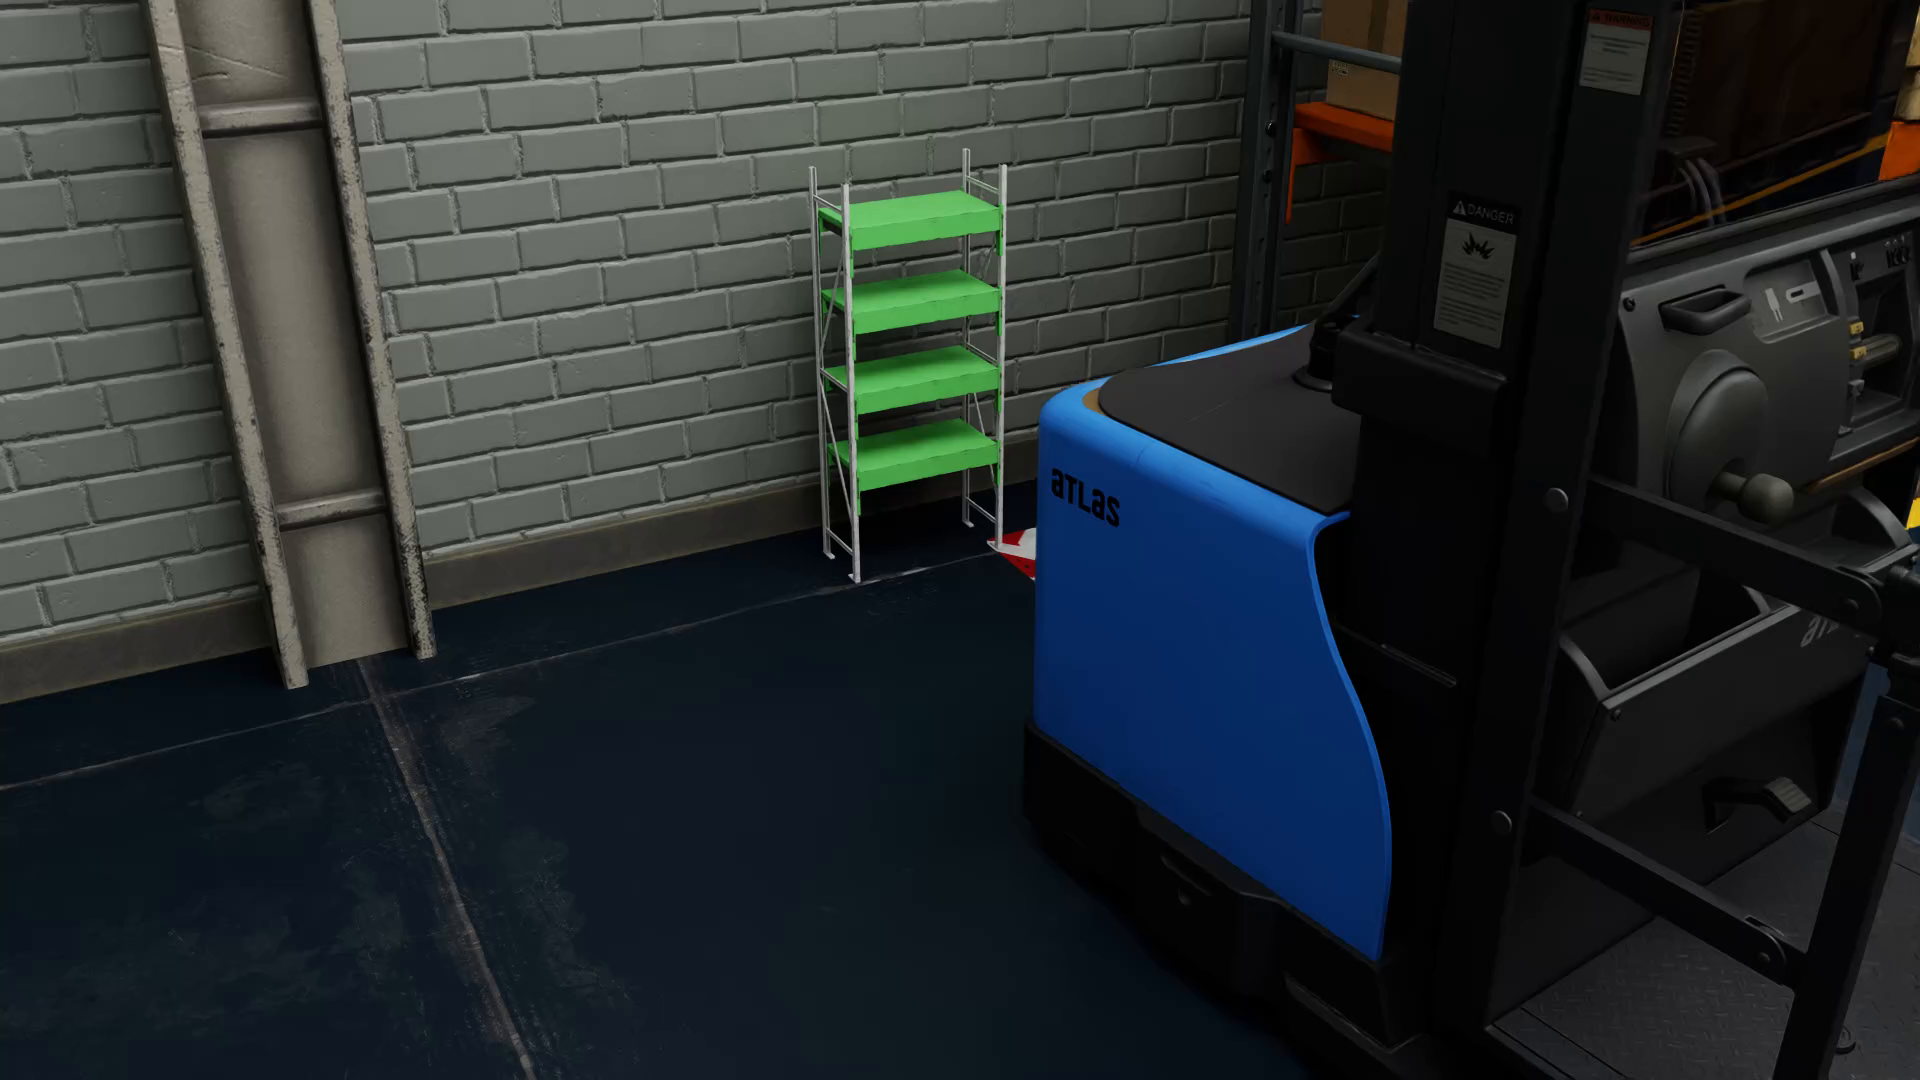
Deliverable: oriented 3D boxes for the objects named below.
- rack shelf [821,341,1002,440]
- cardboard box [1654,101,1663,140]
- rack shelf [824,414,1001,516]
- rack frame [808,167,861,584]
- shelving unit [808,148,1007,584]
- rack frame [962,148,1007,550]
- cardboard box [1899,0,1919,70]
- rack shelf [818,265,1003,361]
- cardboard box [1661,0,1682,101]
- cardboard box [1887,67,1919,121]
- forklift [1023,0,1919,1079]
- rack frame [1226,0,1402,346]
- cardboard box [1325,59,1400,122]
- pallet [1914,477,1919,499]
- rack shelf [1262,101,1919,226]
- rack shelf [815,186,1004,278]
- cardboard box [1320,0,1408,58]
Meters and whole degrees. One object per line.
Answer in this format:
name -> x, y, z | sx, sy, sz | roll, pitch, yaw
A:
rack shelf -> -0.146, -0.450, 4.948 | 0.480, 0.148, 0.258 | -13, 29, -25
cardboard box -> 1.737, -1.176, 4.524 | 0.250, 0.149, 0.380 | -12, 28, -24
rack shelf -> -0.146, -0.233, 5.052 | 0.480, 0.148, 0.258 | -13, 29, -25
rack frame -> -0.361, -0.457, 4.817 | 0.015, 1.200, 0.240 | -13, 29, -25
shelving unit -> -0.146, -0.507, 4.920 | 0.503, 1.200, 0.258 | -13, 29, -25
rack frame -> 0.069, -0.557, 5.023 | 0.015, 1.200, 0.240 | -13, 29, -25
cardboard box -> 2.532, -1.521, 4.782 | 0.500, 0.250, 0.500 | -14, 29, -26
rack shelf -> -0.146, -0.666, 4.844 | 0.480, 0.148, 0.258 | -13, 29, -25
cardboard box -> 1.642, -1.314, 4.350 | 0.500, 0.250, 0.500 | -13, 28, -25
cardboard box -> 2.694, -1.350, 4.886 | 0.250, 0.149, 0.380 | -14, 29, -27
forklift -> 1.419, -0.260, 2.404 | 1.130, 2.935, 3.031 | -18, 31, -32
rack frame -> 1.115, -1.258, 4.404 | 0.127, 3.000, 1.000 | -13, 29, -25
cardboard box -> 1.281, -1.314, 4.812 | 0.250, 0.149, 0.380 | -13, 29, -26
pallet -> 2.960, -0.426, 5.893 | 1.213, 0.211, 1.003 | -13, 29, -25
rack shelf -> 2.879, -1.341, 5.408 | 4.000, 0.370, 1.077 | -13, 29, -25
rack shelf -> -0.146, -0.882, 4.740 | 0.480, 0.148, 0.258 | -13, 29, -25
cardboard box -> 1.396, -1.519, 4.778 | 0.500, 0.250, 0.500 | -12, 28, -24
